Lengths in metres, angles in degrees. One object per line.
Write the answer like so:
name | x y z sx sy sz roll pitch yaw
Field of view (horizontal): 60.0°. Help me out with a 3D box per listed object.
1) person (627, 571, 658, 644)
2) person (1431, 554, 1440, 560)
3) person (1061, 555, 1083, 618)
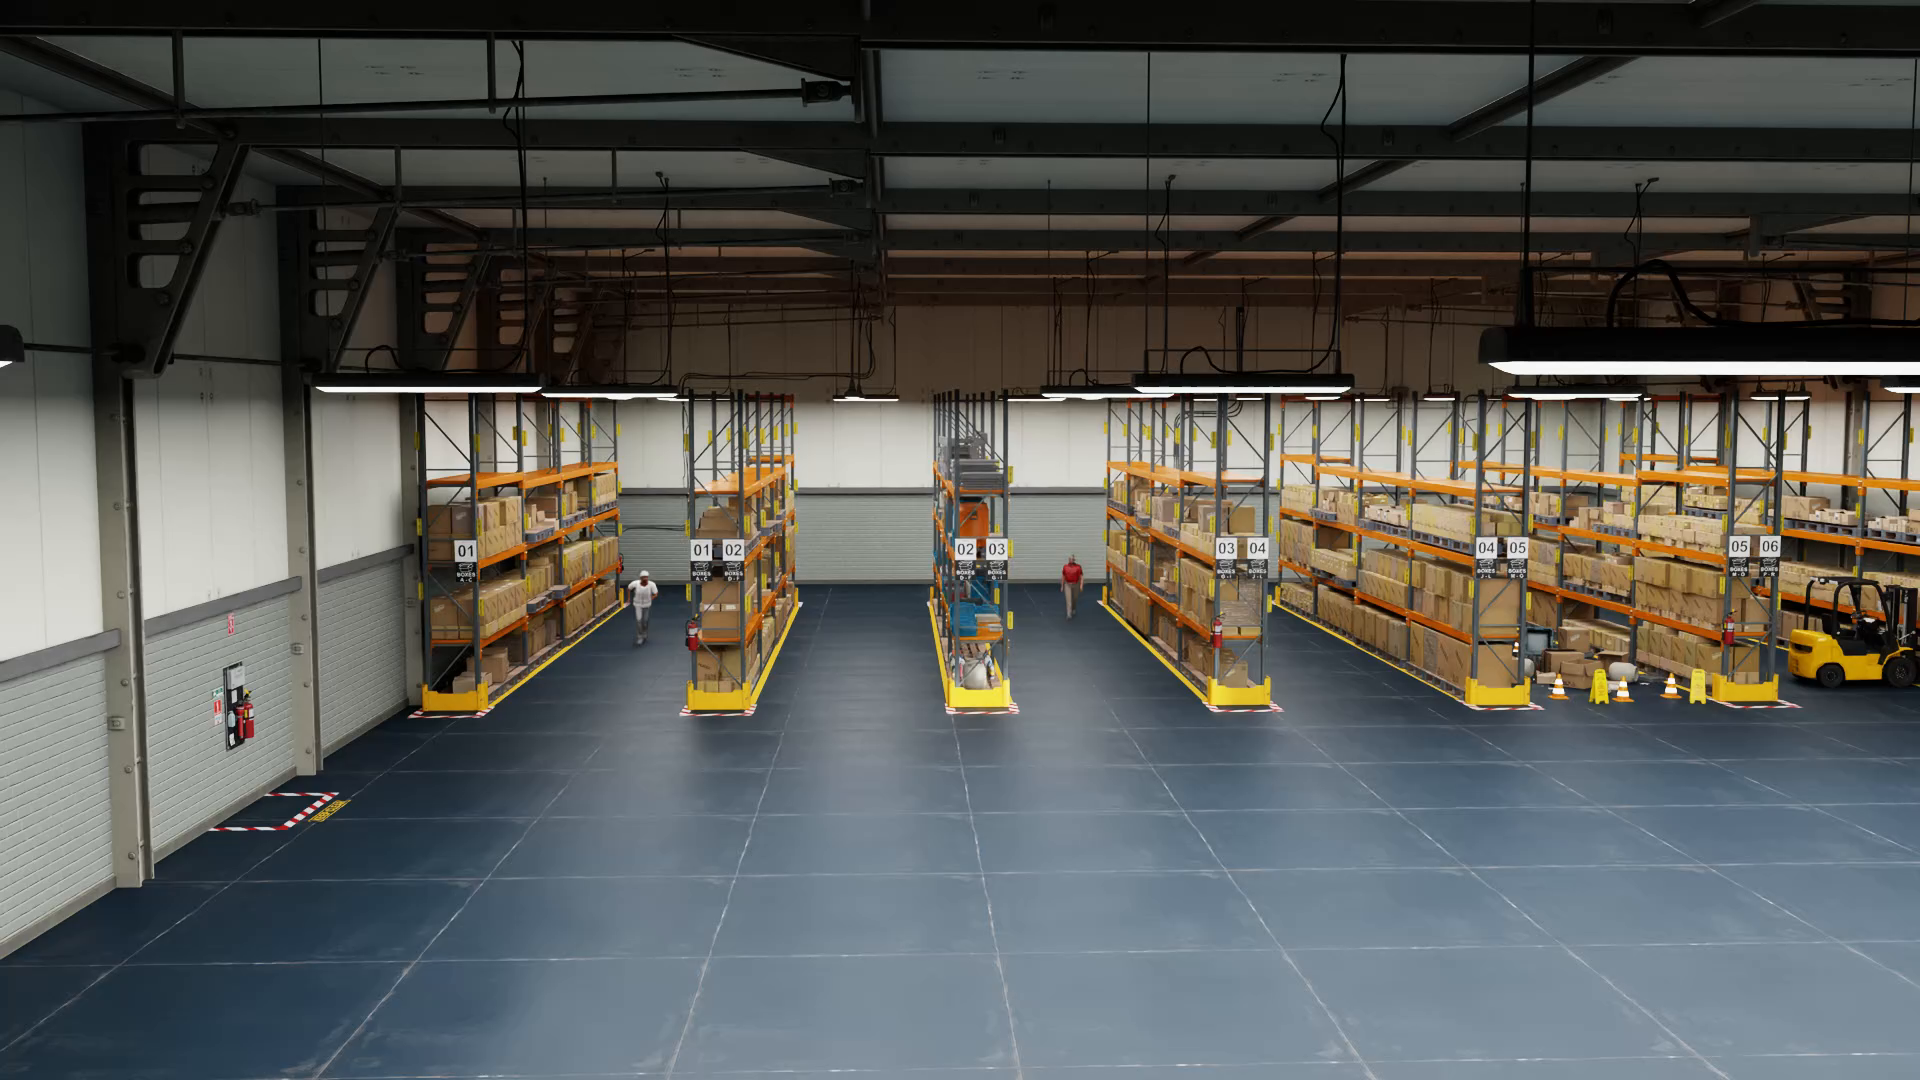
person | -7.657 1.599 40.106 0.741 1.759 0.940 -1 5 -15
person | 12.993 1.192 45.458 0.569 1.708 0.519 4 6 41
person | 3.014 1.236 44.595 0.580 1.659 1.084 0 5 -2
